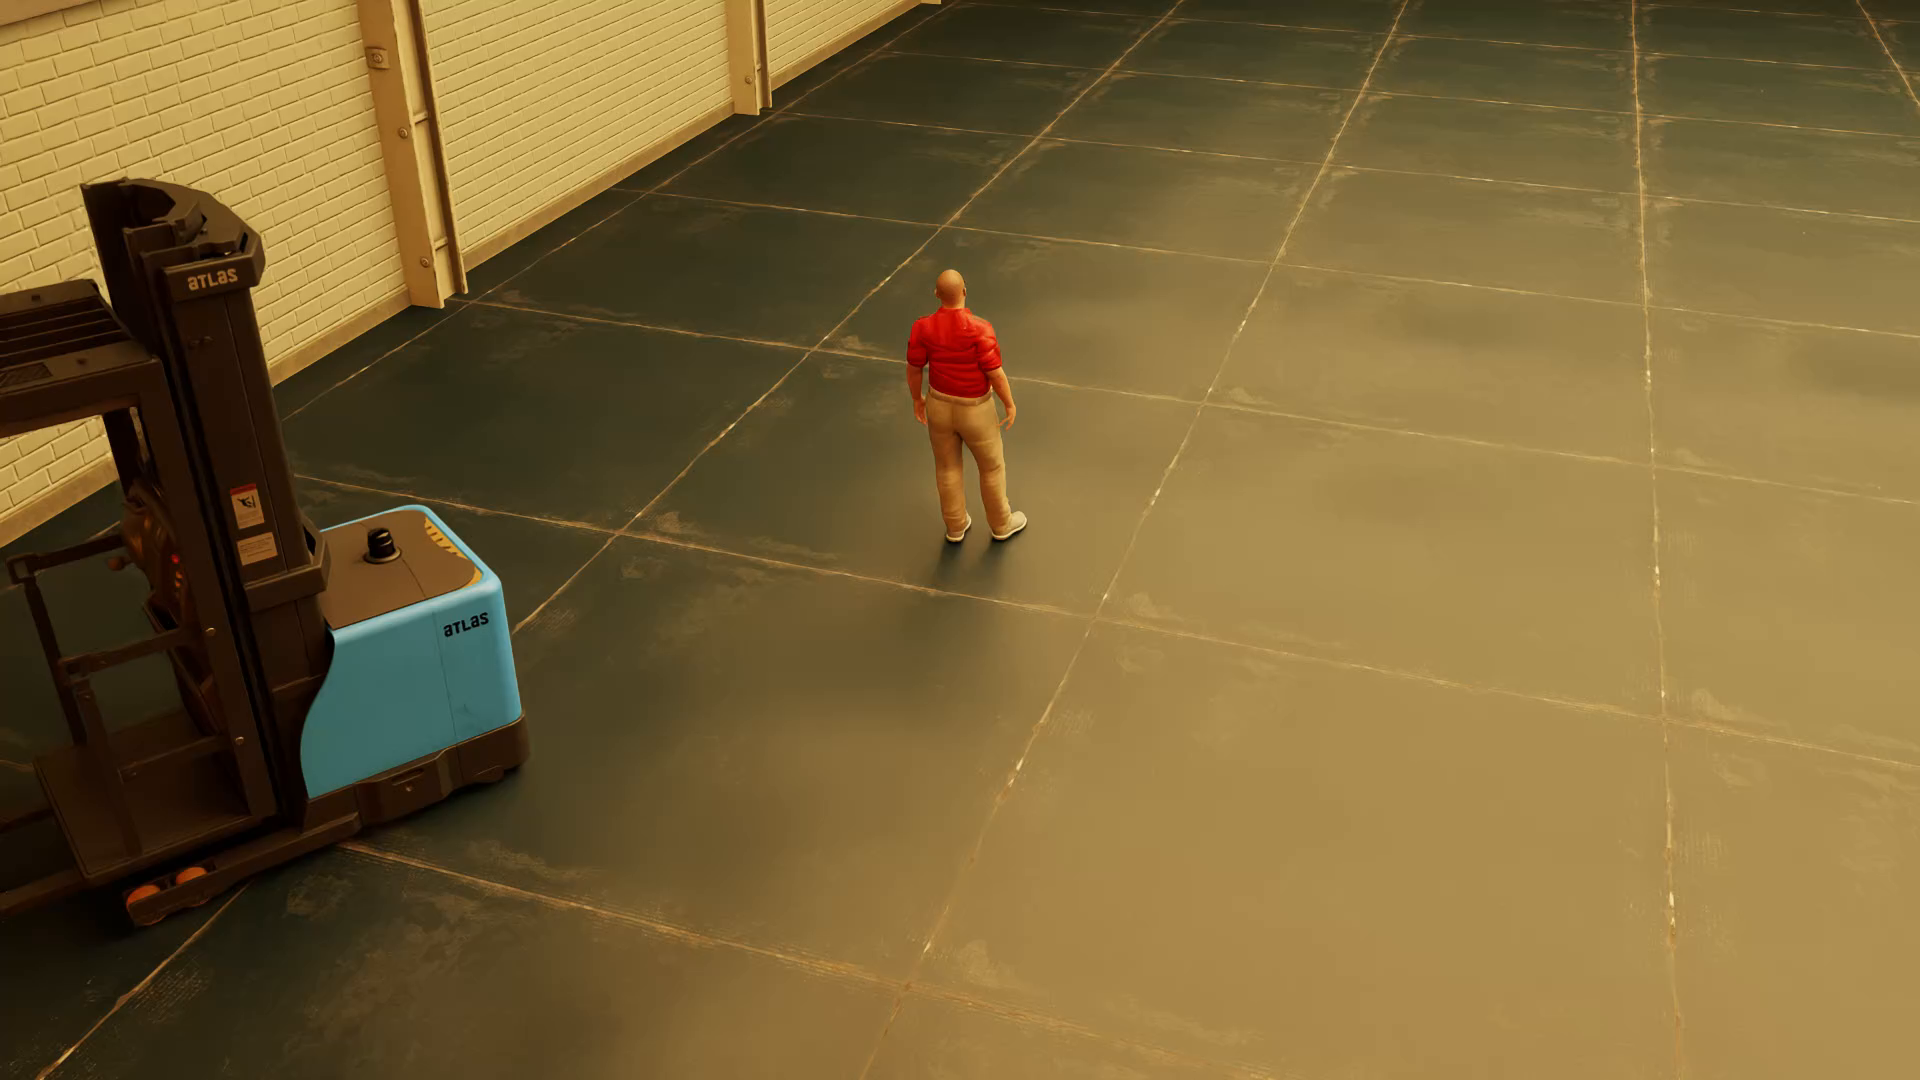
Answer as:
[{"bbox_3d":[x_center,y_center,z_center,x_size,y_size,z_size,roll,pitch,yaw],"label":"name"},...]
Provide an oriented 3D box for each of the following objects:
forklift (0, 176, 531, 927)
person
[{"bbox_3d":[-3.578,0.090,6.978,3.031,2.935,1.130,-20,36,-32],"label":"forklift"},{"bbox_3d":[0.041,-0.797,9.735,0.640,1.727,0.551,10,31,16],"label":"person"}]
